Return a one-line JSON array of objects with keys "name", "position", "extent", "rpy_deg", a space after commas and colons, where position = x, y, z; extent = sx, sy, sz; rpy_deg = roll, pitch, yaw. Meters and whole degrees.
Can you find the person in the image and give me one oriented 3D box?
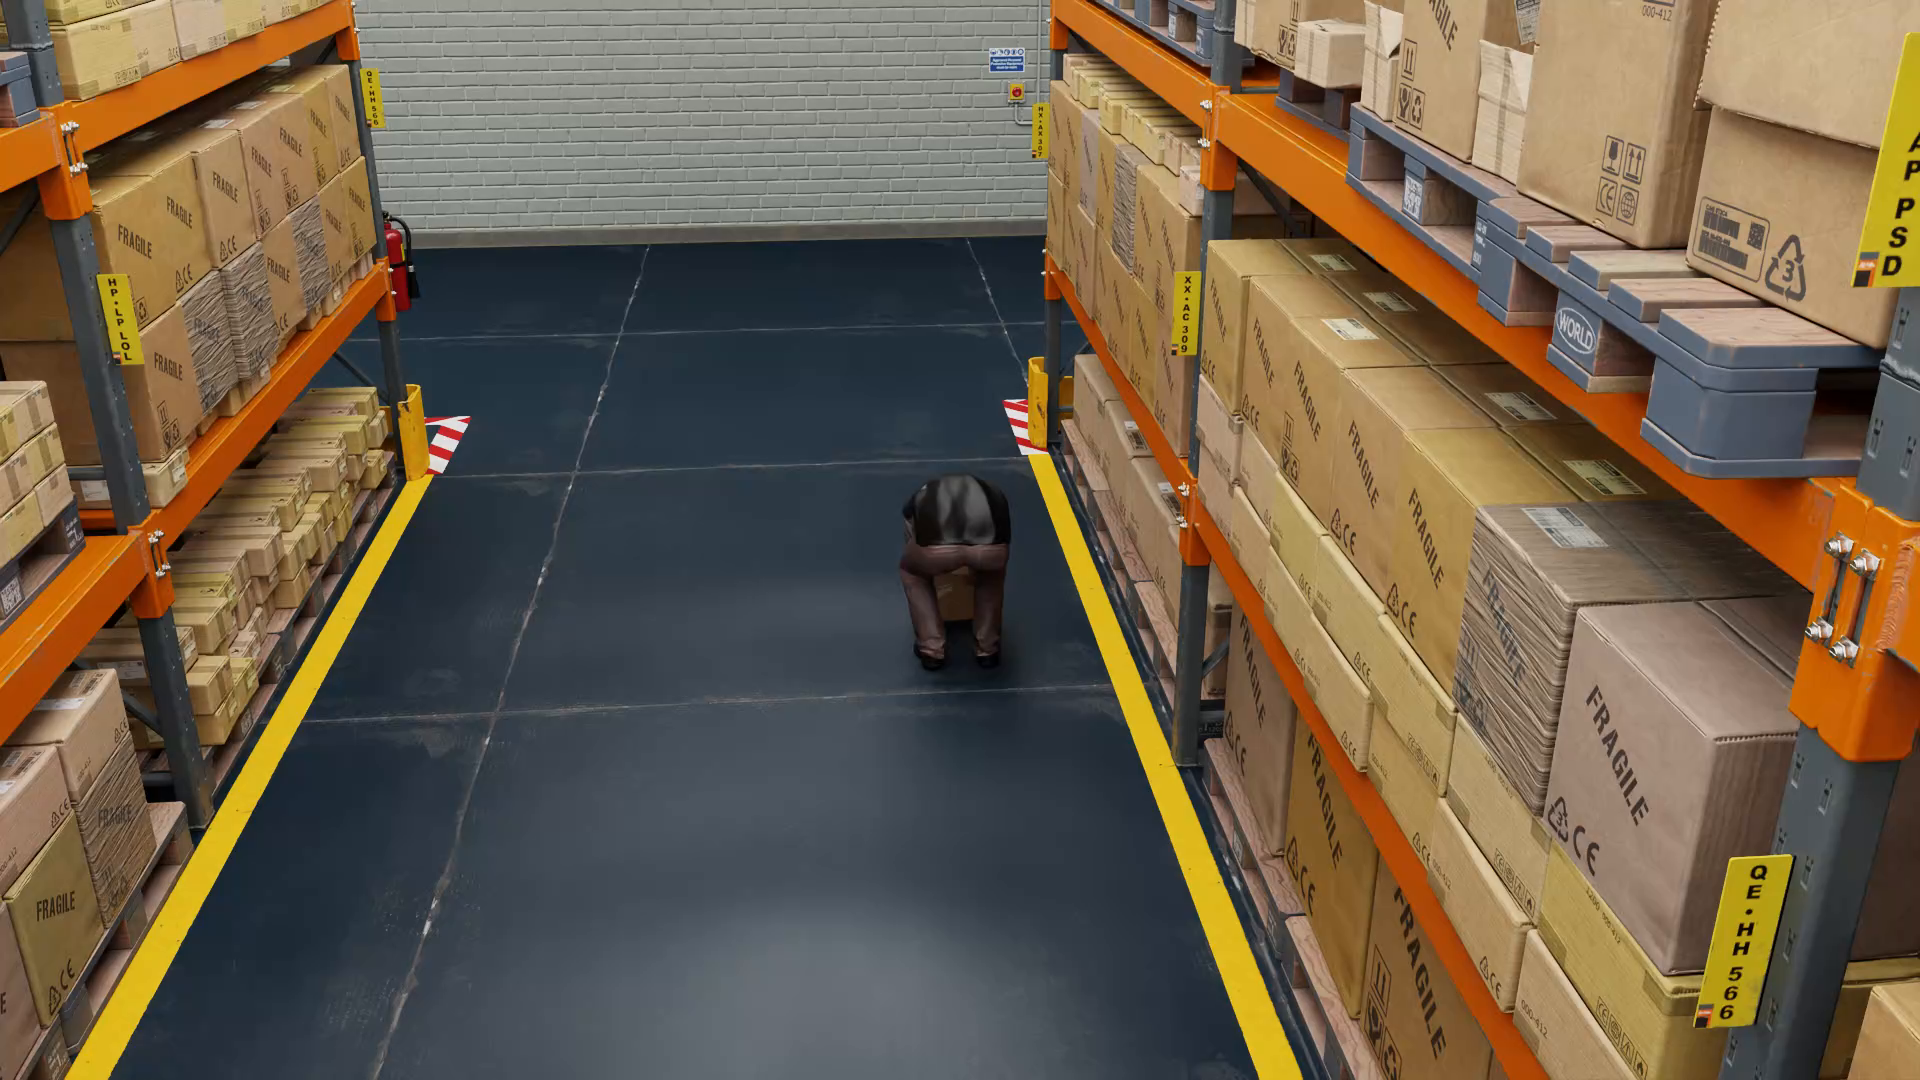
[{"name": "person", "position": [-0.035, 0.076, 7.962], "extent": [0.519, 0.922, 0.947], "rpy_deg": [-3, 24, -7]}]
